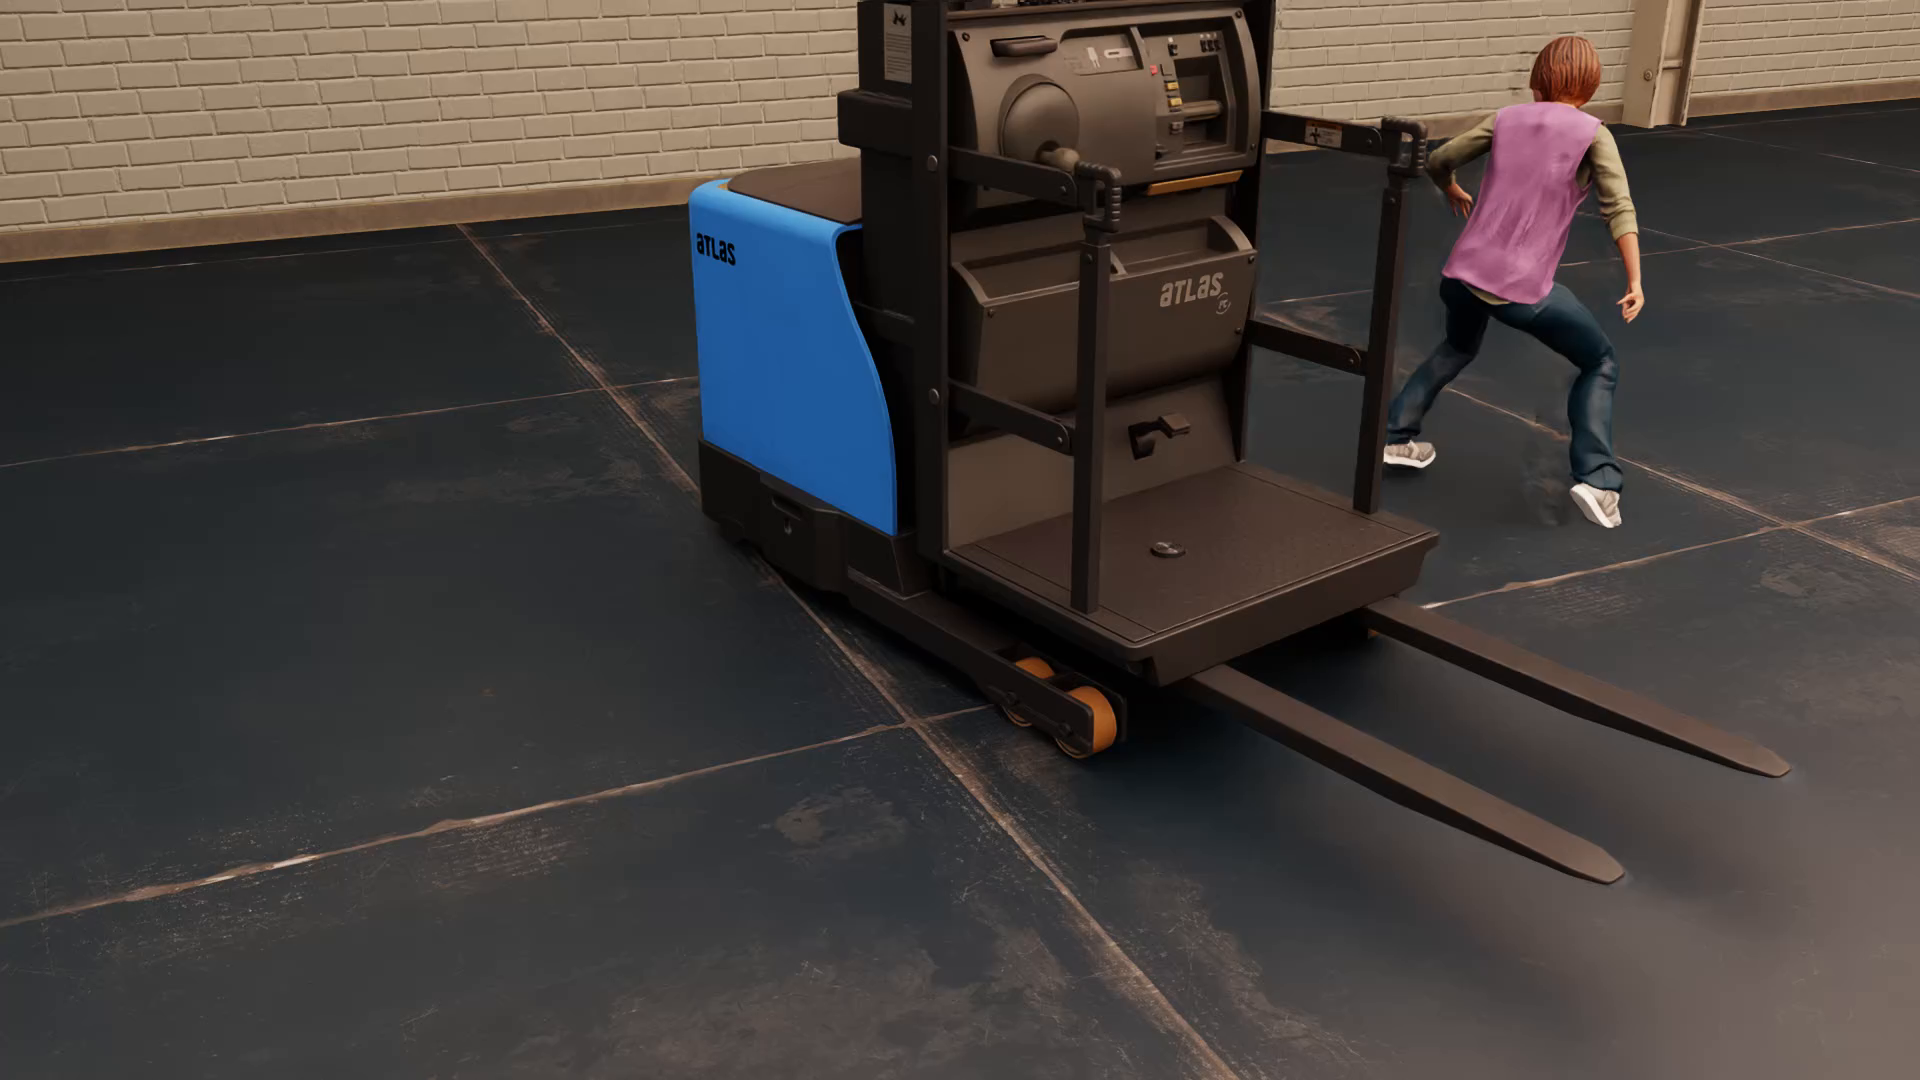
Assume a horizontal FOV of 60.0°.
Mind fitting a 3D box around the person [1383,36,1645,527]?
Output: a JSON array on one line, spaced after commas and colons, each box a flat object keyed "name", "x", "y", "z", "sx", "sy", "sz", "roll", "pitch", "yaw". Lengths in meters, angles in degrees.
[{"name": "person", "x": 1.796, "y": -0.776, "z": 5.213, "sx": 0.515, "sy": 1.527, "sz": 0.907, "roll": -19, "pitch": 29, "yaw": -37}]

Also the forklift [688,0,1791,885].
[{"name": "forklift", "x": 0.507, "y": -1.059, "z": 3.836, "sx": 1.130, "sy": 2.935, "sz": 3.031, "roll": -17, "pitch": 28, "yaw": -35}]
